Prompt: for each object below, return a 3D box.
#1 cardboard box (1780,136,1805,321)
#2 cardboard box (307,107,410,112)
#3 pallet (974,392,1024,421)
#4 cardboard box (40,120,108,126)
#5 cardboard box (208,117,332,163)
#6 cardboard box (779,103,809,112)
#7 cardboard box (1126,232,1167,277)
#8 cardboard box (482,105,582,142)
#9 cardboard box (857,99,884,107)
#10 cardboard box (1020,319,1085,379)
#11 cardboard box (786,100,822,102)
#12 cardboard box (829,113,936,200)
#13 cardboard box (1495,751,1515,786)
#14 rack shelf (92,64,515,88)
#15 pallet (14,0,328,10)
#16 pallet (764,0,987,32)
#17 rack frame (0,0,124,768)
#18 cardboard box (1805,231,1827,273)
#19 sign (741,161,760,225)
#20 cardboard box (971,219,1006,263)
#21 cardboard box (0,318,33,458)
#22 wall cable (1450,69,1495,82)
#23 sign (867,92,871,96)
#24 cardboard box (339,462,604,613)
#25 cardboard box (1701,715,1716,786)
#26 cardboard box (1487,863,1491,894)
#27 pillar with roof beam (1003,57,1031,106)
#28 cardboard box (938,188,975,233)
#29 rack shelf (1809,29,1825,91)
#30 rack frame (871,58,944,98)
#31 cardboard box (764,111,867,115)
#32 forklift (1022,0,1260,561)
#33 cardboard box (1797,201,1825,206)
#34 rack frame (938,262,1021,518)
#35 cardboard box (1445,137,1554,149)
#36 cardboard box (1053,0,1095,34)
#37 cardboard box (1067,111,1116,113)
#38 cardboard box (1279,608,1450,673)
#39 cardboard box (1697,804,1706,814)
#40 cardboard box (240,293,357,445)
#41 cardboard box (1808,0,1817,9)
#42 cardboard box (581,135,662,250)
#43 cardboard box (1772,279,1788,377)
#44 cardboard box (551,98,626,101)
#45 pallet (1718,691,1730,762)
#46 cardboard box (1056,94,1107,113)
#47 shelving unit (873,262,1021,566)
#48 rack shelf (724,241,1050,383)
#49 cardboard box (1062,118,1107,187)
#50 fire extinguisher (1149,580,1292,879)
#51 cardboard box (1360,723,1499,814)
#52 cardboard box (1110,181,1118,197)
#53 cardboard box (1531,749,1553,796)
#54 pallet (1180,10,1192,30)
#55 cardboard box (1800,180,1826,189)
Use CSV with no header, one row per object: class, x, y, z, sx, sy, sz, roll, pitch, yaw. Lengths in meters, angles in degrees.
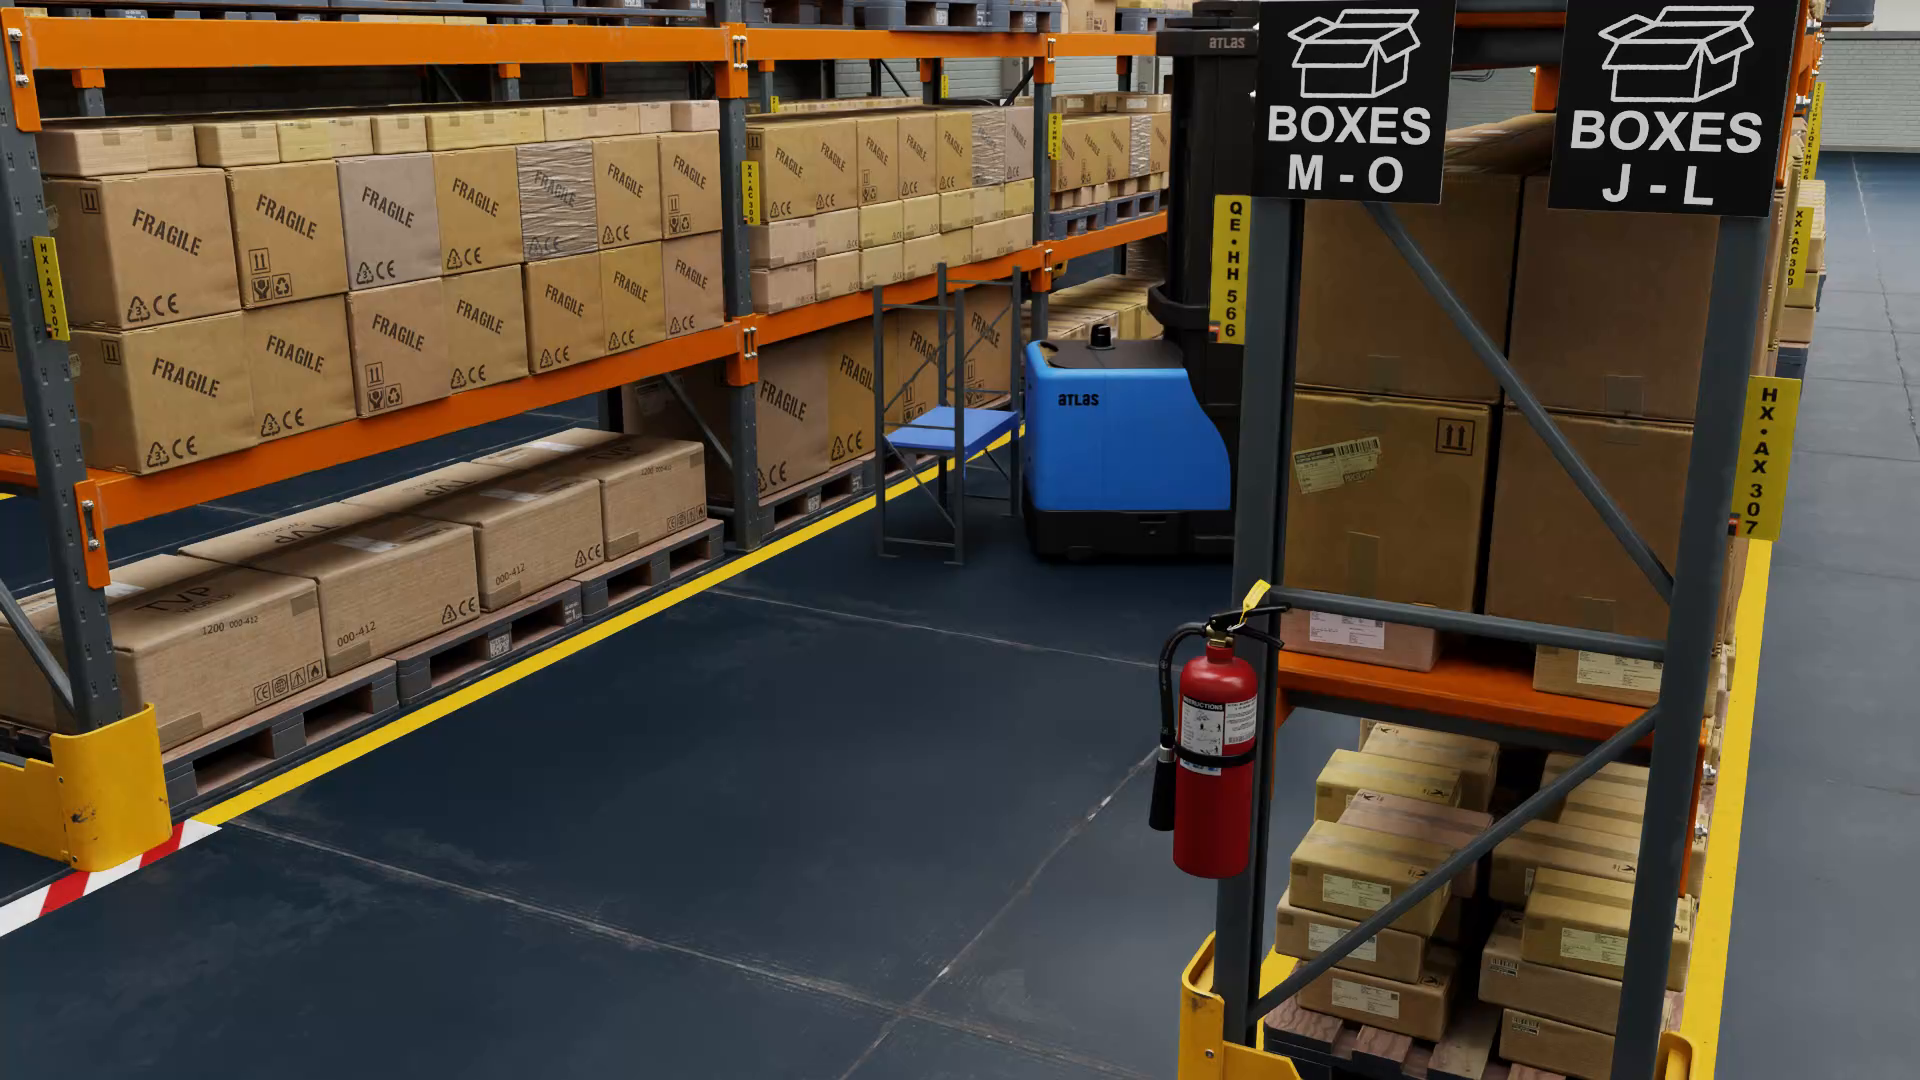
cardboard box,2.227,-0.953,5.010,0.500,0.500,0.500,7,18,24
cardboard box,-2.665,-1.841,7.384,0.380,0.149,0.250,8,18,26
pallet,-0.227,-0.927,12.274,1.003,0.211,1.213,8,18,25
cardboard box,-3.308,-1.440,6.033,0.380,0.149,0.250,8,19,26
cardboard box,-2.602,-1.507,6.260,0.380,0.149,0.250,7,18,24
cardboard box,-1.912,-4.793,18.557,0.380,0.149,0.250,8,18,24
cardboard box,2.005,-2.901,16.799,0.500,0.500,0.500,8,18,25
cardboard box,-1.959,-1.905,7.597,0.380,0.149,0.250,8,18,25
cardboard box,-1.126,-5.169,19.821,0.380,0.149,0.250,8,19,26
cardboard box,0.455,-1.539,13.316,0.950,0.372,0.625,7,18,22
cardboard box,-1.847,-5.108,19.617,0.380,0.149,0.250,9,19,27
cardboard box,-0.486,-2.432,10.512,0.500,0.500,0.500,8,18,24
cardboard box,1.654,0.710,5.613,0.380,0.149,0.250,9,19,28
rack shelf,-5.143,-3.669,12.604,1.077,0.370,4.000,8,18,25
pallet,-3.059,-2.003,5.887,1.003,0.211,1.213,8,18,25
pallet,-0.544,-3.346,10.586,1.003,0.211,1.213,9,19,28
rack frame,-3.382,-0.417,5.661,1.000,3.000,0.127,8,18,25
cardboard box,3.467,-1.240,7.089,0.380,0.149,0.250,9,19,28
sign,-1.097,-1.819,8.720,0.100,0.325,0.005,8,18,25
cardboard box,-0.015,-2.089,11.553,0.500,0.250,0.500,8,19,26
cardboard box,-3.403,-0.622,6.173,0.500,0.500,0.500,8,18,26
wall cable,14.113,-14.671,48.569,3.097,2.526,0.112,8,18,25
sign,-1.168,-5.648,21.613,0.100,0.325,0.005,8,18,25
cardboard box,-2.370,-0.035,8.135,0.875,0.438,0.875,8,18,24
cardboard box,2.200,0.639,5.329,0.380,0.149,0.250,8,19,26
cardboard box,1.459,0.992,5.185,0.380,0.149,0.250,8,18,26
pillar with roof beam,4.741,-8.917,23.741,9.100,9.000,0.400,8,18,25
cardboard box,-0.232,-2.203,11.058,0.500,0.250,0.500,8,18,24
rack shelf,3.773,-2.434,8.448,1.077,0.370,4.000,8,18,25
rack frame,-0.674,-5.123,21.505,1.000,3.000,0.127,8,18,25
cardboard box,-0.933,-2.502,10.749,0.500,0.500,0.500,8,19,26
forklift,1.896,-1.421,9.162,3.031,2.935,1.130,0,17,-2
cardboard box,4.161,-1.638,8.431,0.380,0.149,0.250,9,19,27
rack frame,0.111,-0.880,9.854,0.500,1.500,0.032,6,17,18
cardboard box,1.525,-0.894,4.811,0.500,0.500,0.500,9,19,28
cardboard box,0.626,-4.181,12.888,0.700,0.500,0.500,8,18,25
cardboard box,1.058,-3.531,14.708,0.500,0.500,0.500,8,18,25
cardboard box,0.985,0.188,4.063,0.380,0.149,0.250,8,18,25
cardboard box,2.191,0.938,5.369,0.380,0.149,0.250,7,18,23
cardboard box,-2.709,-0.683,6.381,0.500,0.500,0.500,8,18,25
cardboard box,1.760,-1.395,3.946,0.500,0.250,0.500,9,19,27
cardboard box,-1.792,-1.680,7.980,0.500,0.500,0.500,8,18,25
cardboard box,2.683,-0.731,6.020,0.500,0.500,0.500,8,18,24
cardboard box,-1.967,-2.227,8.682,0.380,0.149,0.250,8,18,25
pallet,2.611,0.680,6.863,1.003,0.211,1.213,8,18,25
cardboard box,1.061,-3.812,14.515,0.380,0.149,0.250,9,19,28
shelving unit,-0.054,-0.743,9.393,0.538,1.500,1.048,6,17,18
rack shelf,-0.700,-1.601,10.909,1.077,0.370,4.000,8,18,25
cardboard box,0.828,-3.066,13.142,0.500,0.500,0.500,9,19,28
fire extinguisher,0.567,0.408,3.673,0.296,0.674,0.183,8,18,25
cardboard box,1.440,0.703,5.113,0.380,0.149,0.250,7,18,23
cardboard box,1.095,-2.942,13.865,0.380,0.149,0.250,9,19,28
cardboard box,2.088,0.767,5.421,0.380,0.149,0.250,9,19,28
pallet,1.609,-4.678,15.067,1.213,0.211,1.003,8,18,25
cardboard box,4.858,-2.034,9.762,0.380,0.149,0.250,7,18,23
